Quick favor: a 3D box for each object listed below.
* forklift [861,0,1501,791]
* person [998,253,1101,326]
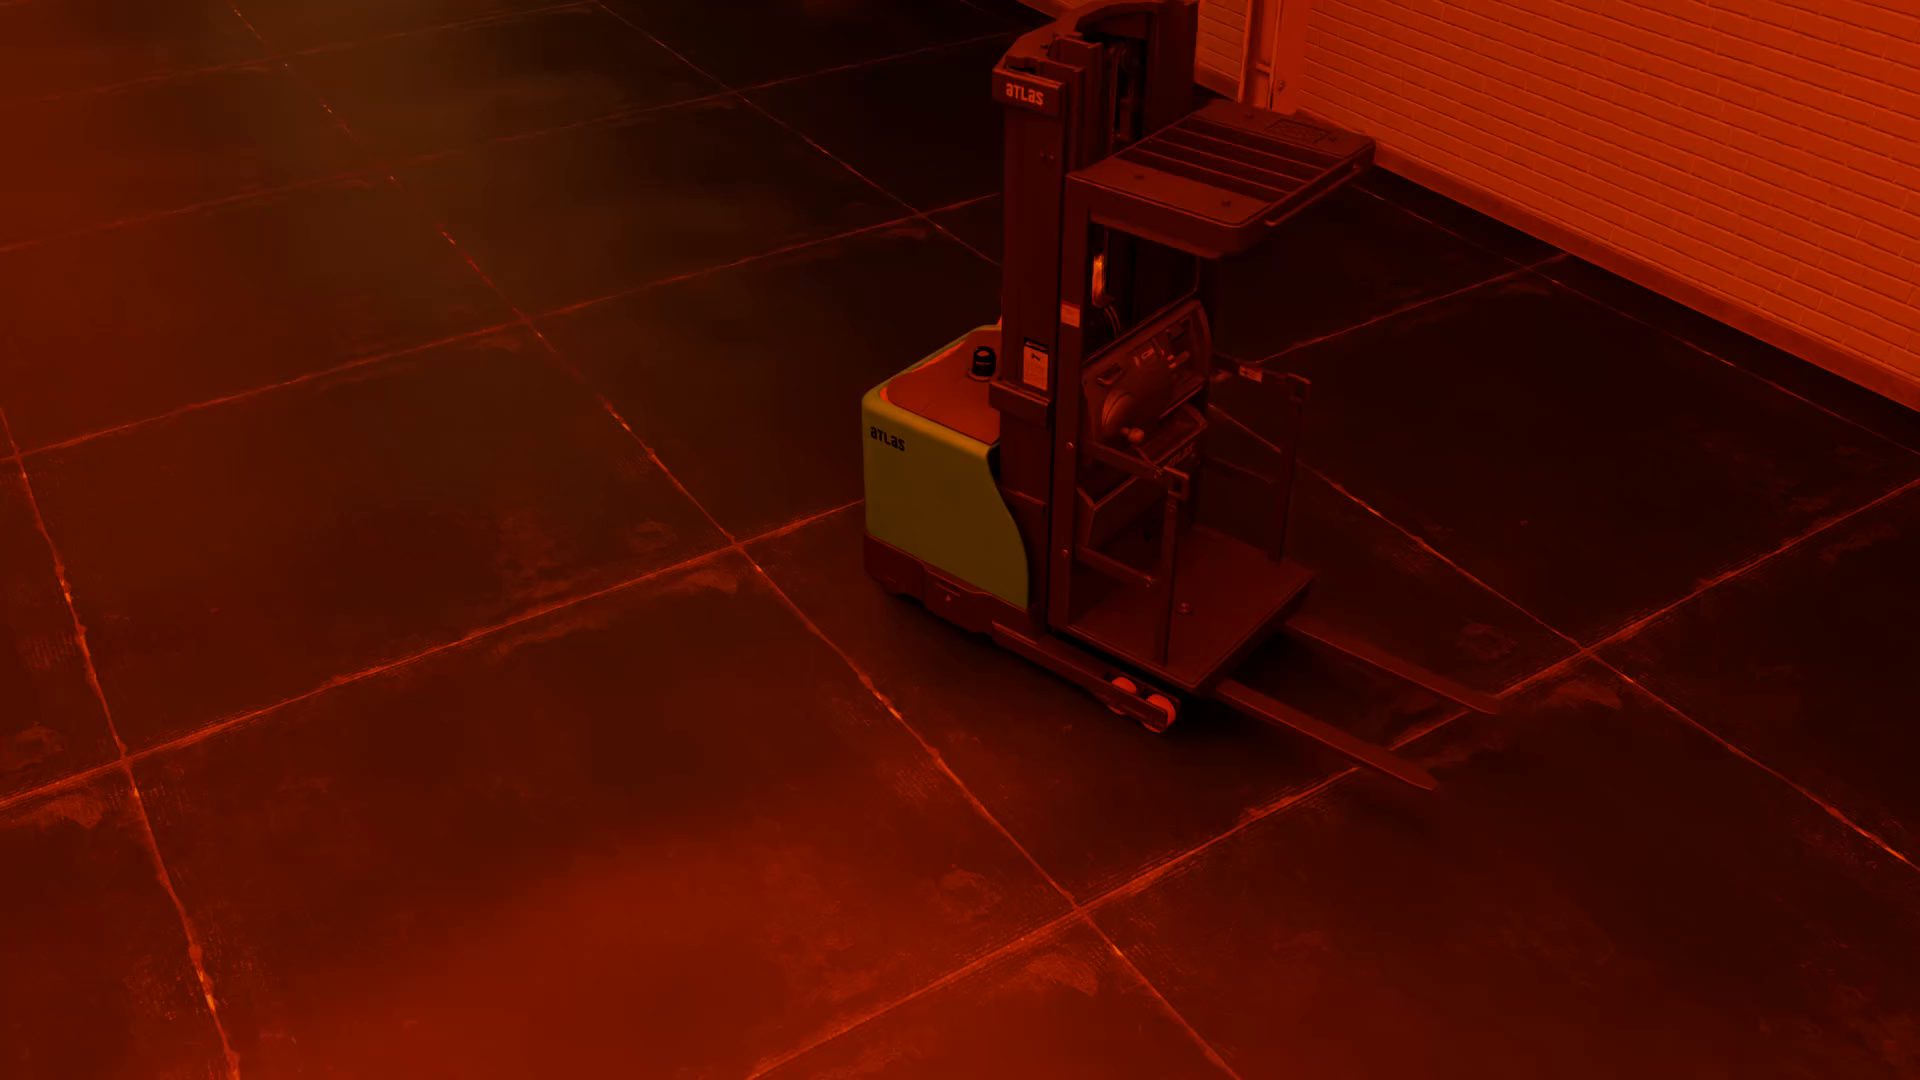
[{"bbox_3d":[0.981,-0.683,7.119,3.031,2.935,1.130,25,42,31],"label":"forklift"},{"bbox_3d":[0.577,-0.730,8.458,0.973,1.409,0.822,7,36,10],"label":"person"}]
